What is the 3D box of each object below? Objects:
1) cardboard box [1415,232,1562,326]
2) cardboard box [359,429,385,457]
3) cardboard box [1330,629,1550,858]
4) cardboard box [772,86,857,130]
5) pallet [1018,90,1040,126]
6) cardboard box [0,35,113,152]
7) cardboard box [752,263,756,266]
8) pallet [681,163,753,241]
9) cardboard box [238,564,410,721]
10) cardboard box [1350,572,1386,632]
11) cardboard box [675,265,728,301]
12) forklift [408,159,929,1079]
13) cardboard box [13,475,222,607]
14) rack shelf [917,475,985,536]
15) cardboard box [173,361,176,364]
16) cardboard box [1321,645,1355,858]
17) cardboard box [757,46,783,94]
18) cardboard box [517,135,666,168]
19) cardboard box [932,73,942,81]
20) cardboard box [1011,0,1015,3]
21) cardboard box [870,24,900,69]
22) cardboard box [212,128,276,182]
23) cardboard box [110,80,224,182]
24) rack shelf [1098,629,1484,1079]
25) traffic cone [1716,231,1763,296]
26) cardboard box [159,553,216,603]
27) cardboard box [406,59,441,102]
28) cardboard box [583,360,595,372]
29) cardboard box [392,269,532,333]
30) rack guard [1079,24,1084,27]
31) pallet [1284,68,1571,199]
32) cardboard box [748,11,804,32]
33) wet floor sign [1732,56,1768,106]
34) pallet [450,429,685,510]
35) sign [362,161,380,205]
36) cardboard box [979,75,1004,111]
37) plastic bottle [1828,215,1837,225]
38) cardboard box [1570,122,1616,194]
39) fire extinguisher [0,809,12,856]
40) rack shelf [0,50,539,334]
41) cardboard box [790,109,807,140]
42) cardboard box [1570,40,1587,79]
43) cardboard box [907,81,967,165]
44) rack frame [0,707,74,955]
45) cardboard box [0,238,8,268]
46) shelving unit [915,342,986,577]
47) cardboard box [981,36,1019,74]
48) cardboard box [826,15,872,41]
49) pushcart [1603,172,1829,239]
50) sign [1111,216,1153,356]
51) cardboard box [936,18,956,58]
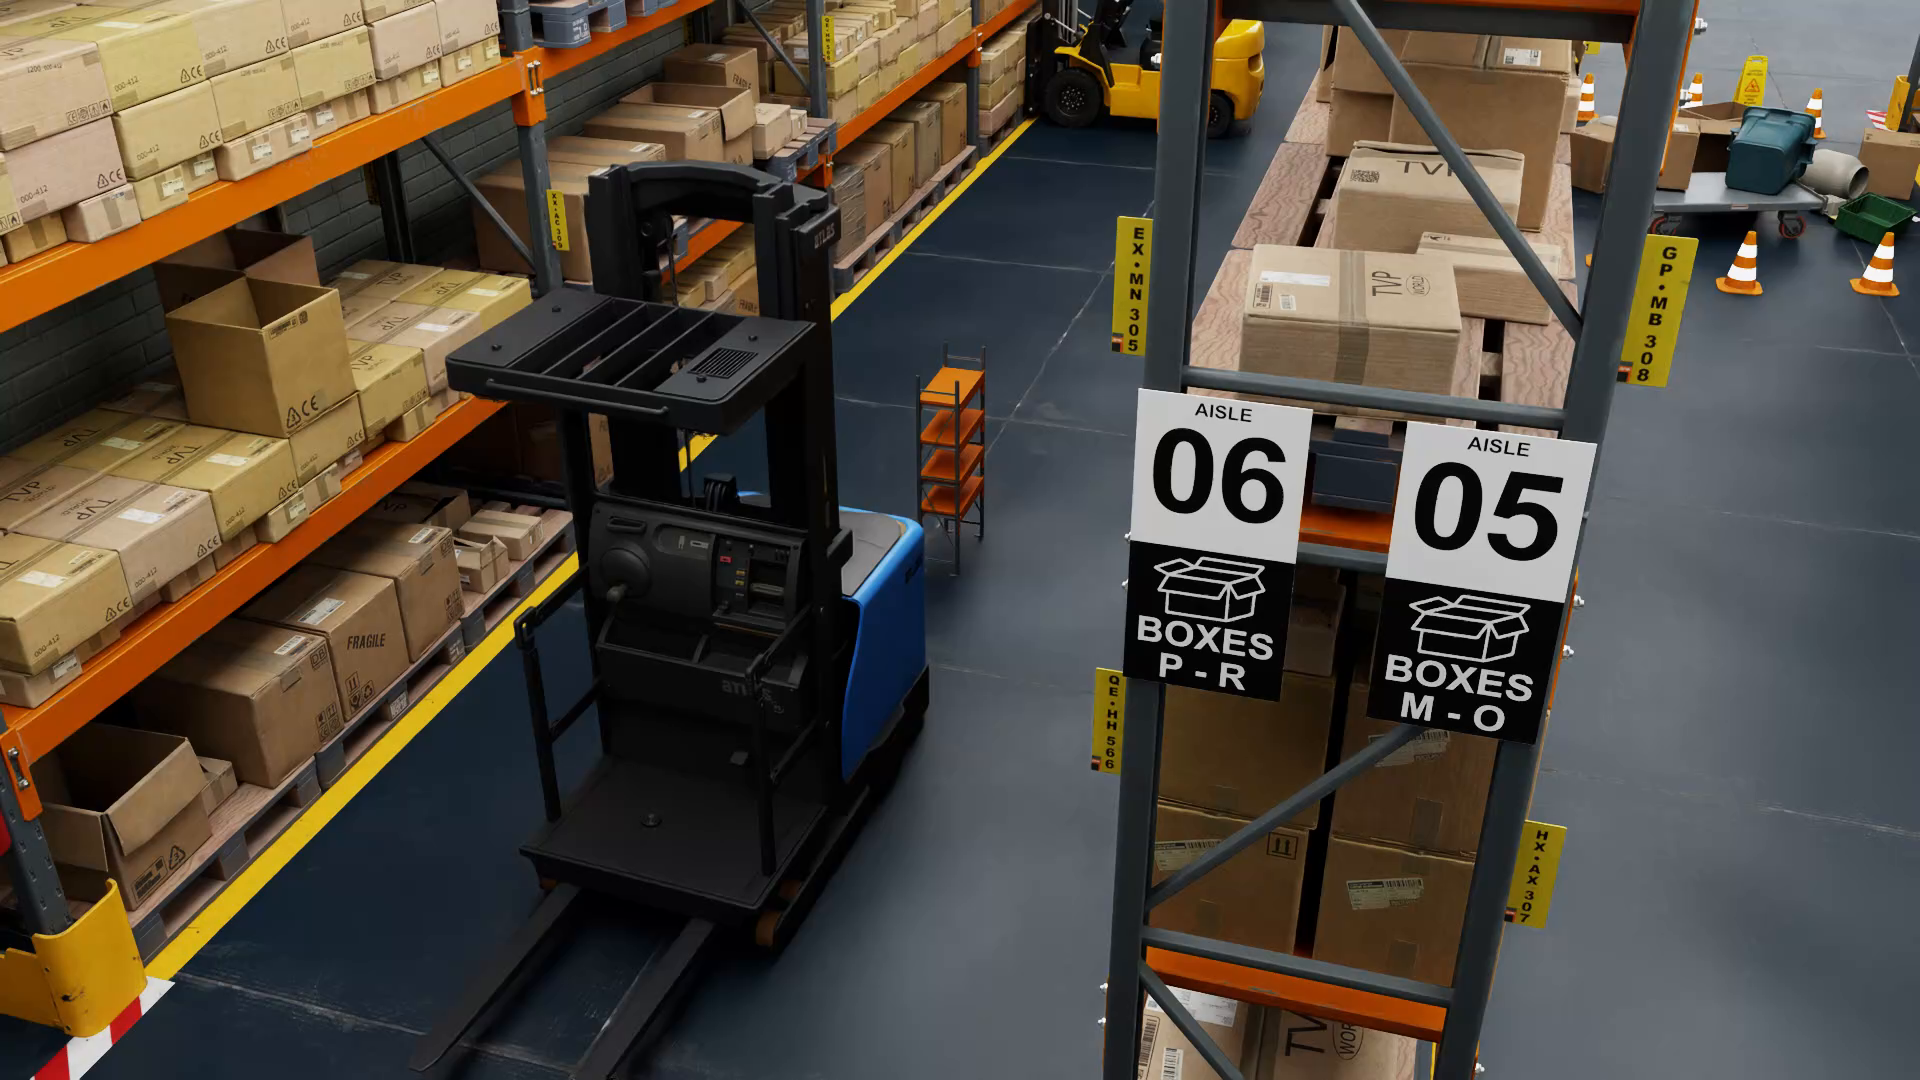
[{"bbox_3d":[1.454,-0.728,4.611,0.380,0.149,0.250,10,30,17],"label":"cardboard box"},{"bbox_3d":[-2.952,-0.505,7.831,0.380,0.149,0.250,9,30,16],"label":"cardboard box"},{"bbox_3d":[1.328,0.510,4.616,0.500,0.500,0.500,8,30,14],"label":"cardboard box"},{"bbox_3d":[-1.119,-3.357,12.853,0.500,0.250,0.500,9,30,15],"label":"cardboard box"},{"bbox_3d":[0.320,-4.824,18.204,1.003,0.211,1.213,8,30,15],"label":"pallet"},{"bbox_3d":[-3.294,-1.531,5.665,0.500,0.250,0.500,8,30,15],"label":"cardboard box"},{"bbox_3d":[-1.559,-1.884,12.190,0.500,0.500,0.500,8,30,14],"label":"cardboard box"},{"bbox_3d":[-2.050,-2.263,10.929,1.003,0.211,1.213,8,30,15],"label":"pallet"},{"bbox_3d":[-3.023,0.482,7.938,0.500,0.500,0.500,9,30,16],"label":"cardboard box"},{"bbox_3d":[1.292,0.152,4.593,0.380,0.149,0.250,9,30,16],"label":"cardboard box"},{"bbox_3d":[-1.802,-1.748,11.278,0.380,0.149,0.250,7,30,12],"label":"cardboard box"},{"bbox_3d":[-1.133,0.156,6.455,1.130,2.935,3.031,10,31,17],"label":"forklift"},{"bbox_3d":[-3.293,-0.004,6.521,0.500,0.250,0.500,9,30,15],"label":"cardboard box"},{"bbox_3d":[-0.049,-0.215,9.449,0.258,0.148,0.480,8,30,15],"label":"rack shelf"},{"bbox_3d":[-3.355,-0.791,7.935,0.500,0.250,0.500,9,30,16],"label":"cardboard box"},{"bbox_3d":[1.452,0.708,5.288,0.500,0.500,0.500,8,30,14],"label":"cardboard box"},{"bbox_3d":[-1.617,-3.652,12.870,0.500,0.250,0.500,9,30,16],"label":"cardboard box"},{"bbox_3d":[-2.150,-2.053,9.820,0.700,0.500,0.500,9,30,15],"label":"cardboard box"},{"bbox_3d":[-0.350,-4.785,16.634,0.500,0.250,0.500,9,30,16],"label":"cardboard box"},{"bbox_3d":[0.355,-5.802,16.992,0.500,0.500,0.500,8,30,14],"label":"cardboard box"},{"bbox_3d":[-0.801,-4.048,13.582,0.500,0.250,0.500,8,30,14],"label":"cardboard box"},{"bbox_3d":[-2.973,-1.548,6.620,0.380,0.149,0.250,9,30,15],"label":"cardboard box"},{"bbox_3d":[-3.148,-1.551,6.215,0.500,0.250,0.500,8,30,13],"label":"cardboard box"},{"bbox_3d":[1.502,0.558,6.401,1.077,0.370,4.000,8,30,15],"label":"rack shelf"},{"bbox_3d":[6.282,-2.241,13.303,0.336,0.463,0.334,8,30,15],"label":"traffic cone"},{"bbox_3d":[-3.266,0.102,6.739,0.380,0.149,0.250,9,30,16],"label":"cardboard box"},{"bbox_3d":[-2.643,-2.147,7.697,0.380,0.149,0.250,10,30,17],"label":"cardboard box"},{"bbox_3d":[-2.356,-1.034,9.690,0.380,0.149,0.250,8,30,14],"label":"cardboard box"},{"bbox_3d":[-2.574,-1.185,8.643,0.500,0.250,0.500,9,30,16],"label":"cardboard box"},{"bbox_3d":[0.872,-5.888,19.819,1.175,0.500,0.348,8,30,15],"label":"rack guard"},{"bbox_3d":[1.839,-1.579,6.508,1.003,0.211,1.213,8,30,15],"label":"pallet"},{"bbox_3d":[-1.472,-4.131,13.321,0.380,0.149,0.250,8,30,14],"label":"cardboard box"},{"bbox_3d":[8.488,-4.870,17.841,0.267,0.644,0.232,3,29,6],"label":"wet floor sign"},{"bbox_3d":[-2.455,-0.557,10.534,1.003,0.211,1.213,8,30,15],"label":"pallet"},{"bbox_3d":[-3.189,-1.976,9.025,0.100,0.325,0.005,8,30,15],"label":"sign"},{"bbox_3d":[0.128,-4.491,16.620,0.500,0.250,0.500,8,30,15],"label":"cardboard box"},{"bbox_3d":[7.837,-2.804,14.727,0.133,0.061,0.283,-6,30,-11],"label":"plastic bottle"},{"bbox_3d":[6.052,-3.616,15.733,0.500,0.500,0.500,-17,34,-28],"label":"cardboard box"},{"bbox_3d":[-3.433,0.798,5.693,0.296,0.674,0.183,8,30,15],"label":"fire extinguisher"},{"bbox_3d":[-3.244,-1.459,6.942,1.077,0.370,4.000,8,30,15],"label":"rack shelf"},{"bbox_3d":[-1.309,-2.965,11.820,0.380,0.149,0.250,9,30,16],"label":"cardboard box"},{"bbox_3d":[2.207,-1.822,6.458,0.396,0.266,0.258,9,30,16],"label":"cardboard box"},{"bbox_3d":[-0.452,-4.012,15.887,0.875,0.625,0.625,10,31,17],"label":"cardboard box"},{"bbox_3d":[-3.831,0.467,5.825,1.000,3.000,0.127,8,30,15],"label":"rack frame"},{"bbox_3d":[-3.464,-0.975,5.590,0.380,0.149,0.250,9,30,16],"label":"cardboard box"},{"bbox_3d":[-0.049,-0.447,9.320,0.258,1.200,0.503,8,30,15],"label":"shelving unit"},{"bbox_3d":[0.292,-4.945,16.922,0.500,0.250,0.500,9,30,15],"label":"cardboard box"},{"bbox_3d":[-0.916,-4.055,13.183,0.380,0.149,0.250,9,30,15],"label":"cardboard box"},{"bbox_3d":[6.631,-2.955,14.674,1.648,0.377,0.936,-1,29,-3],"label":"pushcart"},{"bbox_3d":[0.400,-0.574,3.781,0.100,0.325,0.005,8,30,15],"label":"sign"},{"bbox_3d":[-0.349,-4.538,14.977,0.500,0.250,0.500,8,30,15],"label":"cardboard box"}]
